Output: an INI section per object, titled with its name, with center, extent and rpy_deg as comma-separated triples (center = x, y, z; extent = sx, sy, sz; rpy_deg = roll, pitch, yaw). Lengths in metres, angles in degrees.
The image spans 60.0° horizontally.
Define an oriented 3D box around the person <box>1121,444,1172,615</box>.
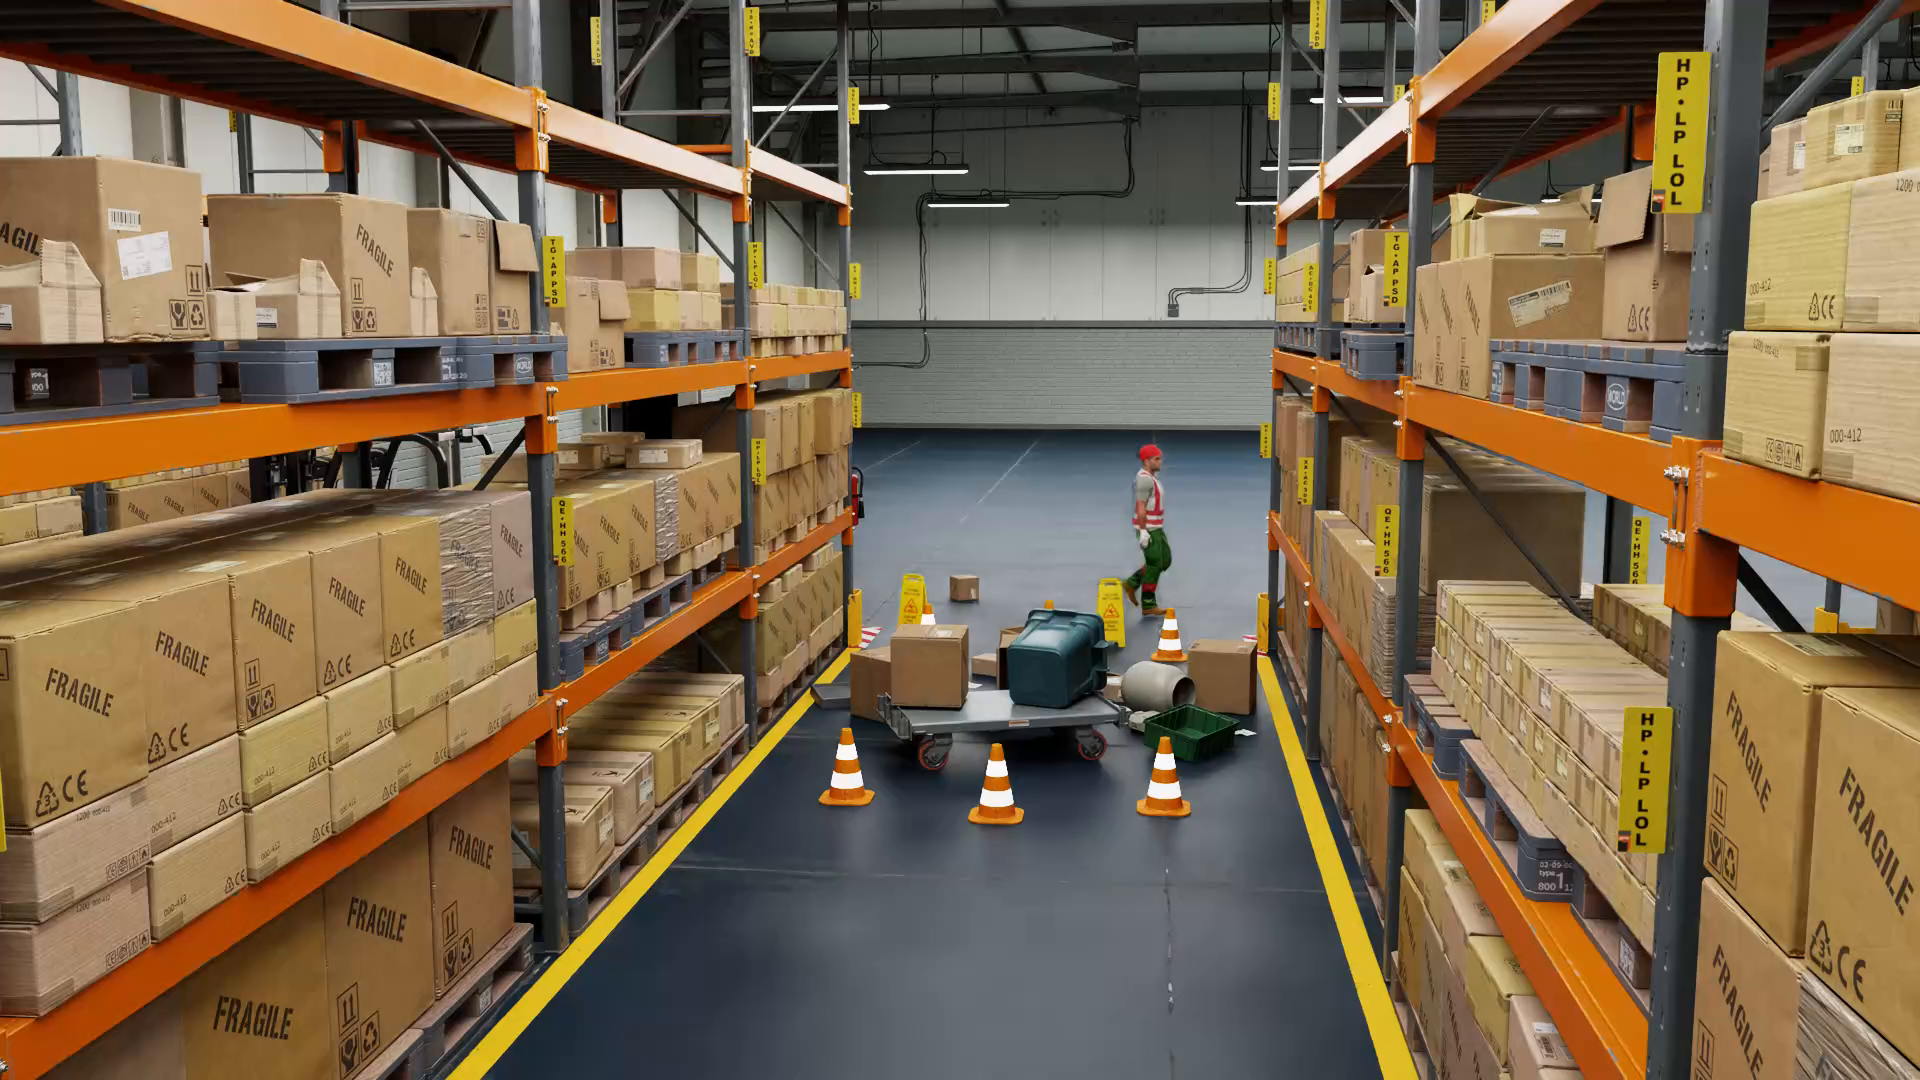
[person]
center = 1.938, -0.110, 17.332
extent = 0.547, 1.781, 0.589
rpy_deg = 2, 8, 15
